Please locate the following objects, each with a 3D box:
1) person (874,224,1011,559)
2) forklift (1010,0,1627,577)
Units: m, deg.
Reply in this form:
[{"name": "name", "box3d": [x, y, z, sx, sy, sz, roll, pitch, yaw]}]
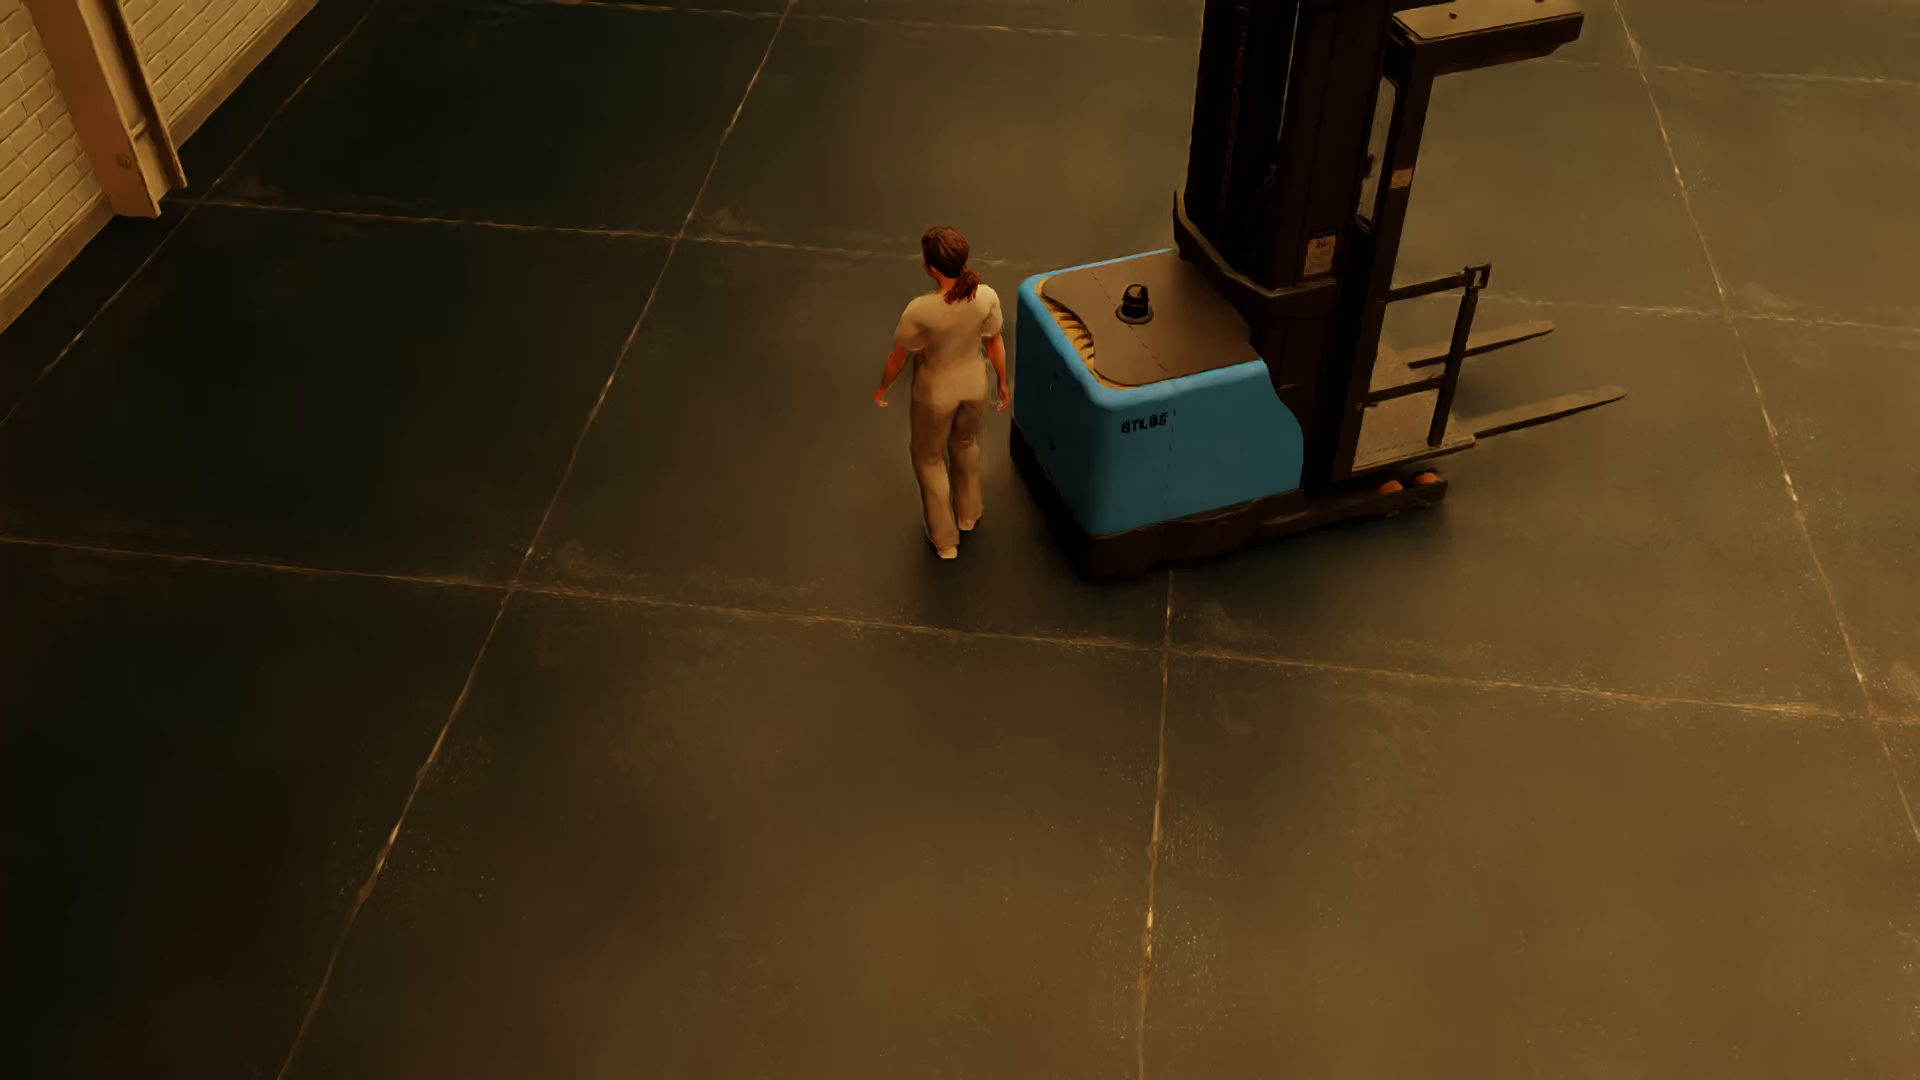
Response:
[{"name": "person", "box3d": [-0.062, -0.657, 7.394, 0.577, 1.654, 0.421, -19, 46, -20]}, {"name": "forklift", "box3d": [1.821, -1.521, 7.380, 3.031, 2.935, 1.130, -14, 44, -14]}]
